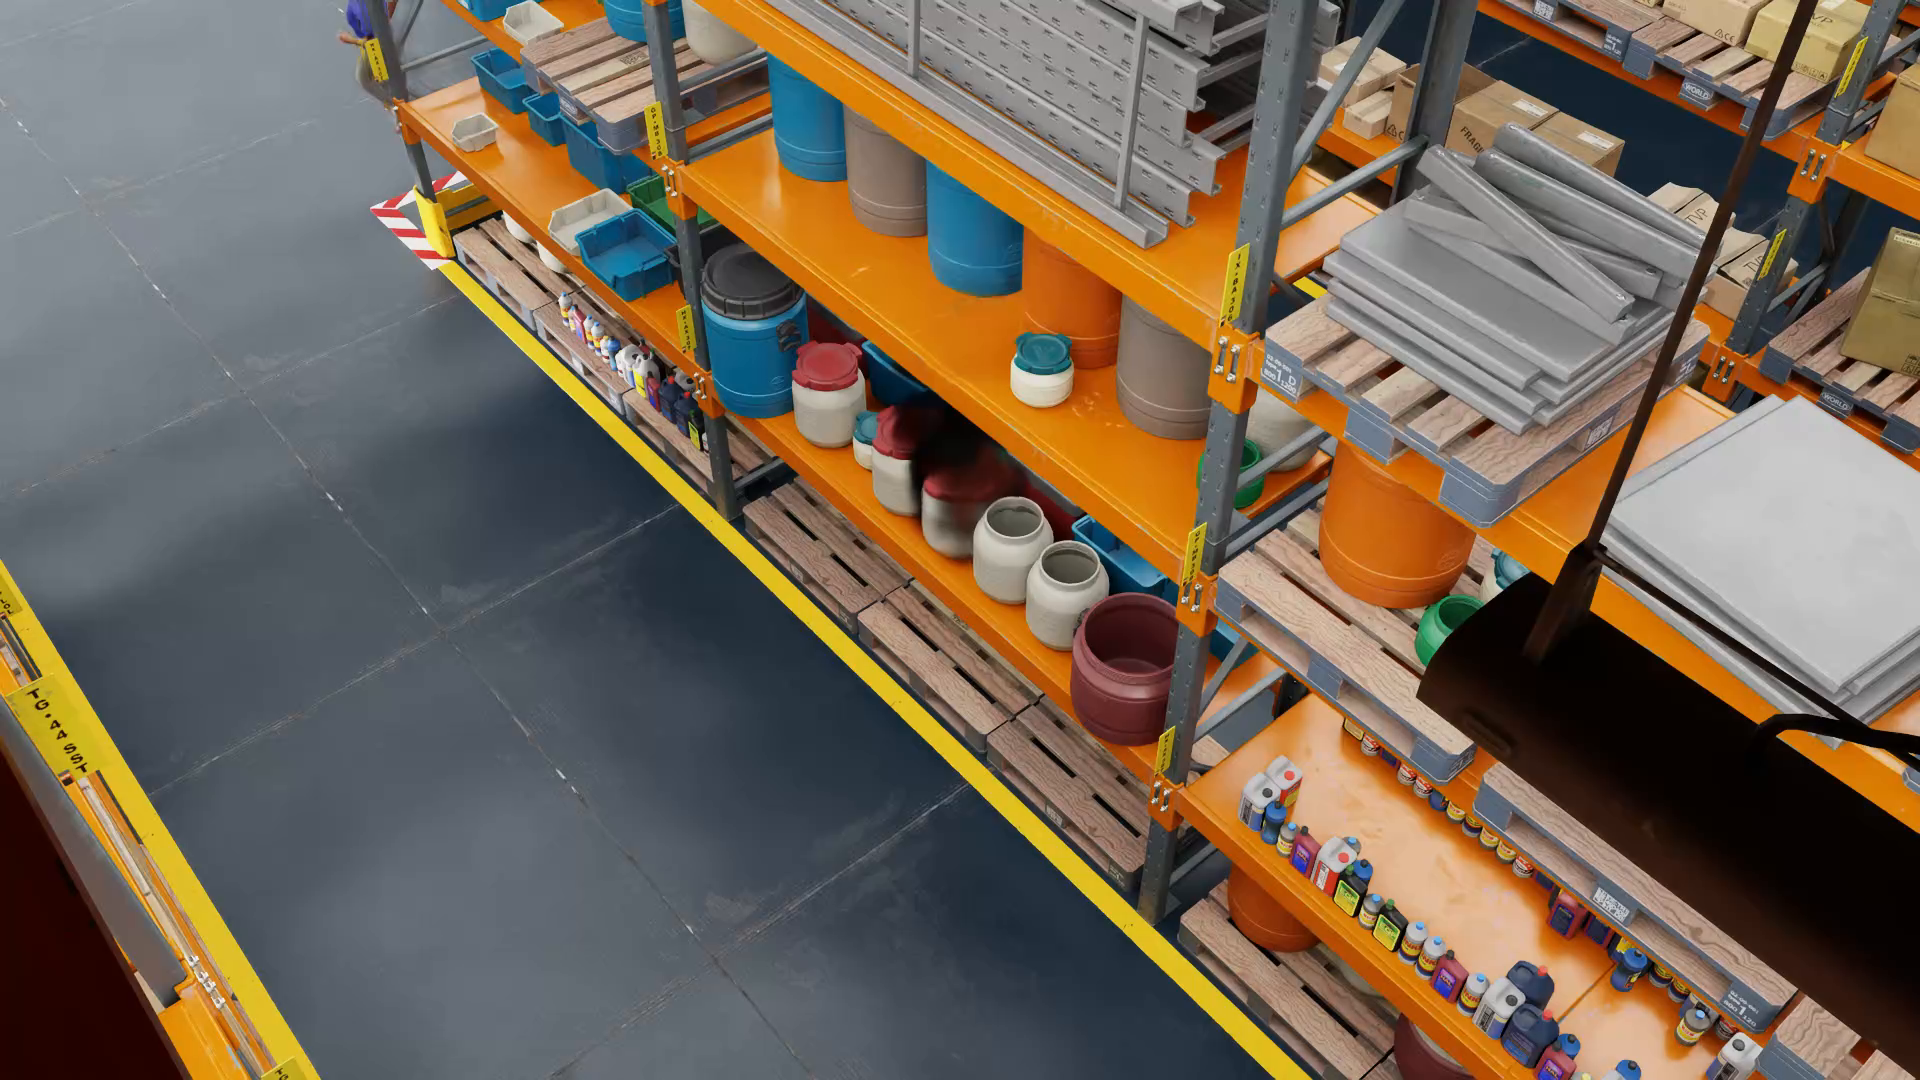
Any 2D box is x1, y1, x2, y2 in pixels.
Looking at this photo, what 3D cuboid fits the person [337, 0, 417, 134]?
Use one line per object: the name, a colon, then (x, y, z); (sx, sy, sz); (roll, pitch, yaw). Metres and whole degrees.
person: (-4.766, -4.010, 13.672); (0.600, 1.658, 0.586); (-6, 47, -5)
